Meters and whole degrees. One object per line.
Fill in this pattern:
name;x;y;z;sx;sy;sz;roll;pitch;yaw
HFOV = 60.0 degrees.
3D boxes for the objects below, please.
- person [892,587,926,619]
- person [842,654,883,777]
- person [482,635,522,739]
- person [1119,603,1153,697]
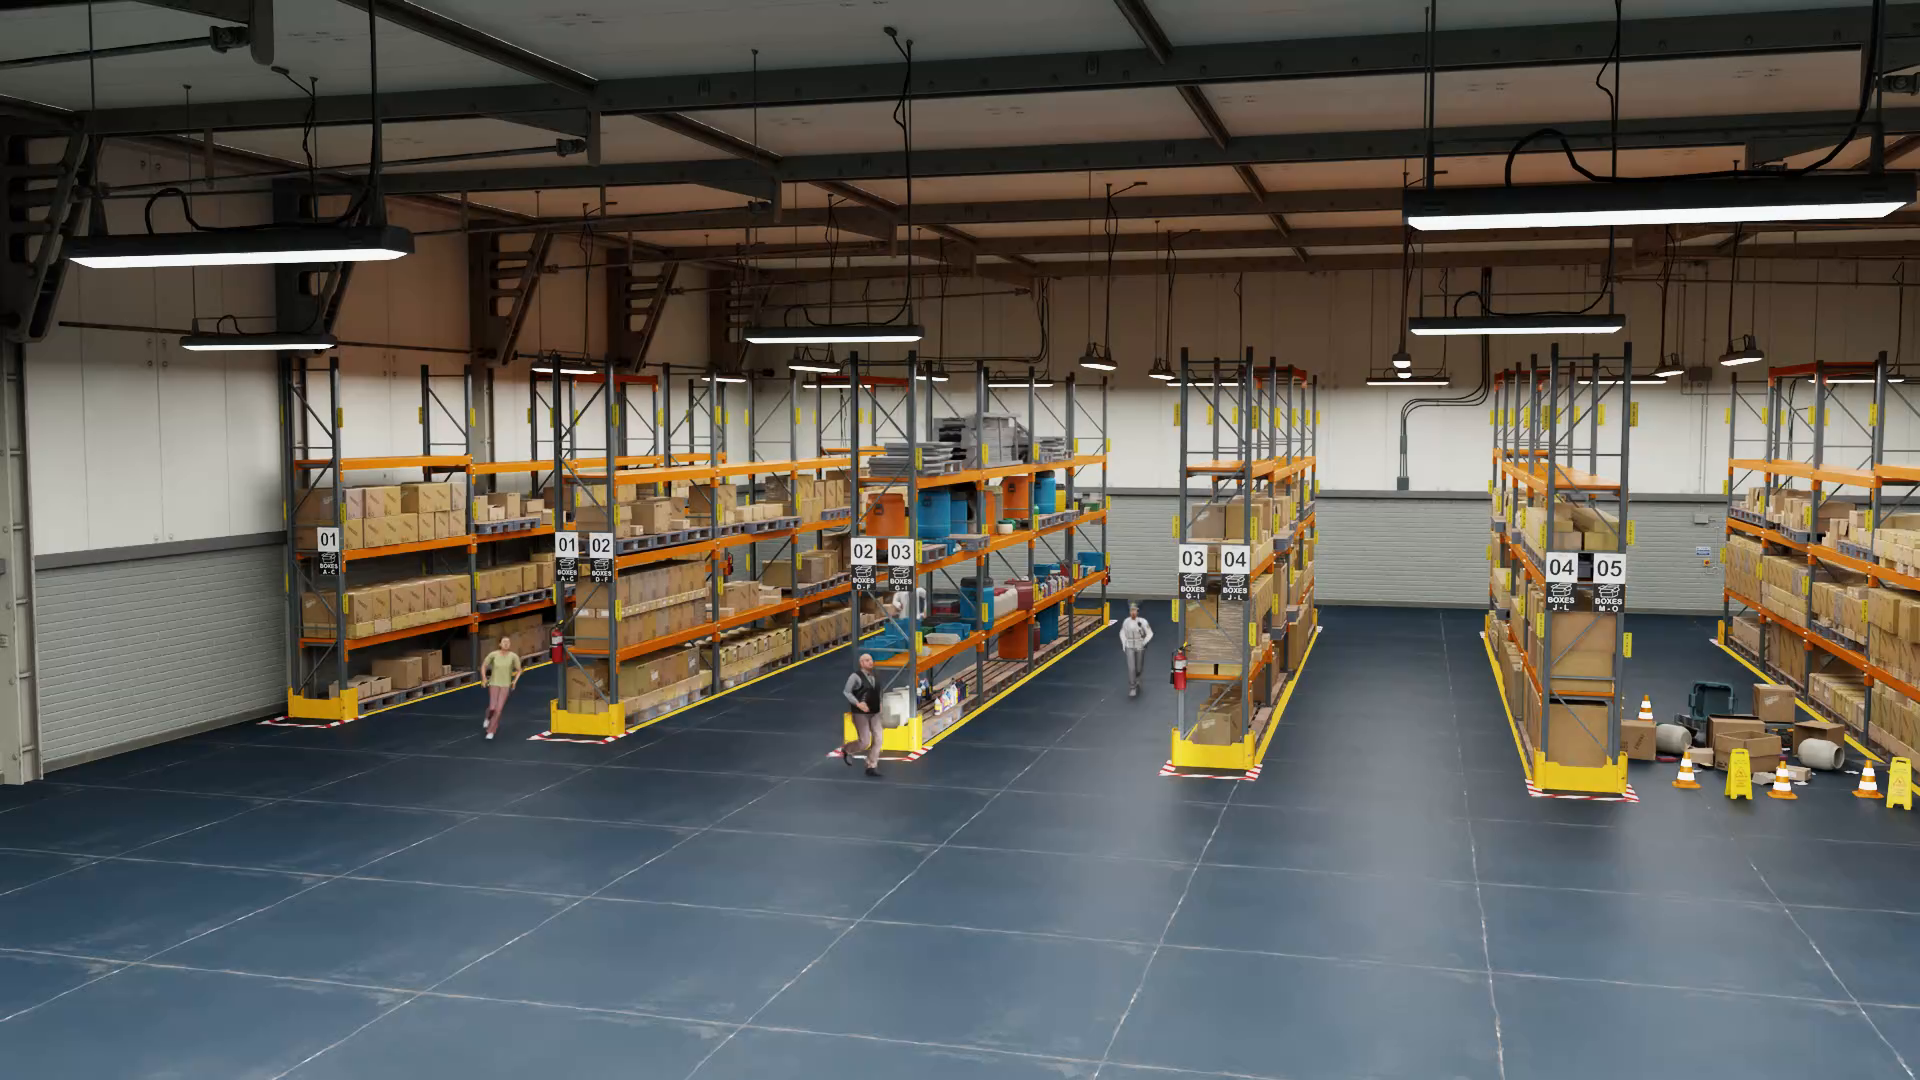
person;-1.009;1.645;33.921;0.735;1.869;0.836;1;4;11
person;-1.358;2.449;23.404;0.678;1.713;0.697;-4;6;-44
person;-7.180;2.286;26.100;0.610;1.595;0.556;-1;4;-19
person;3.183;1.967;30.154;0.614;1.684;0.627;1;4;14
